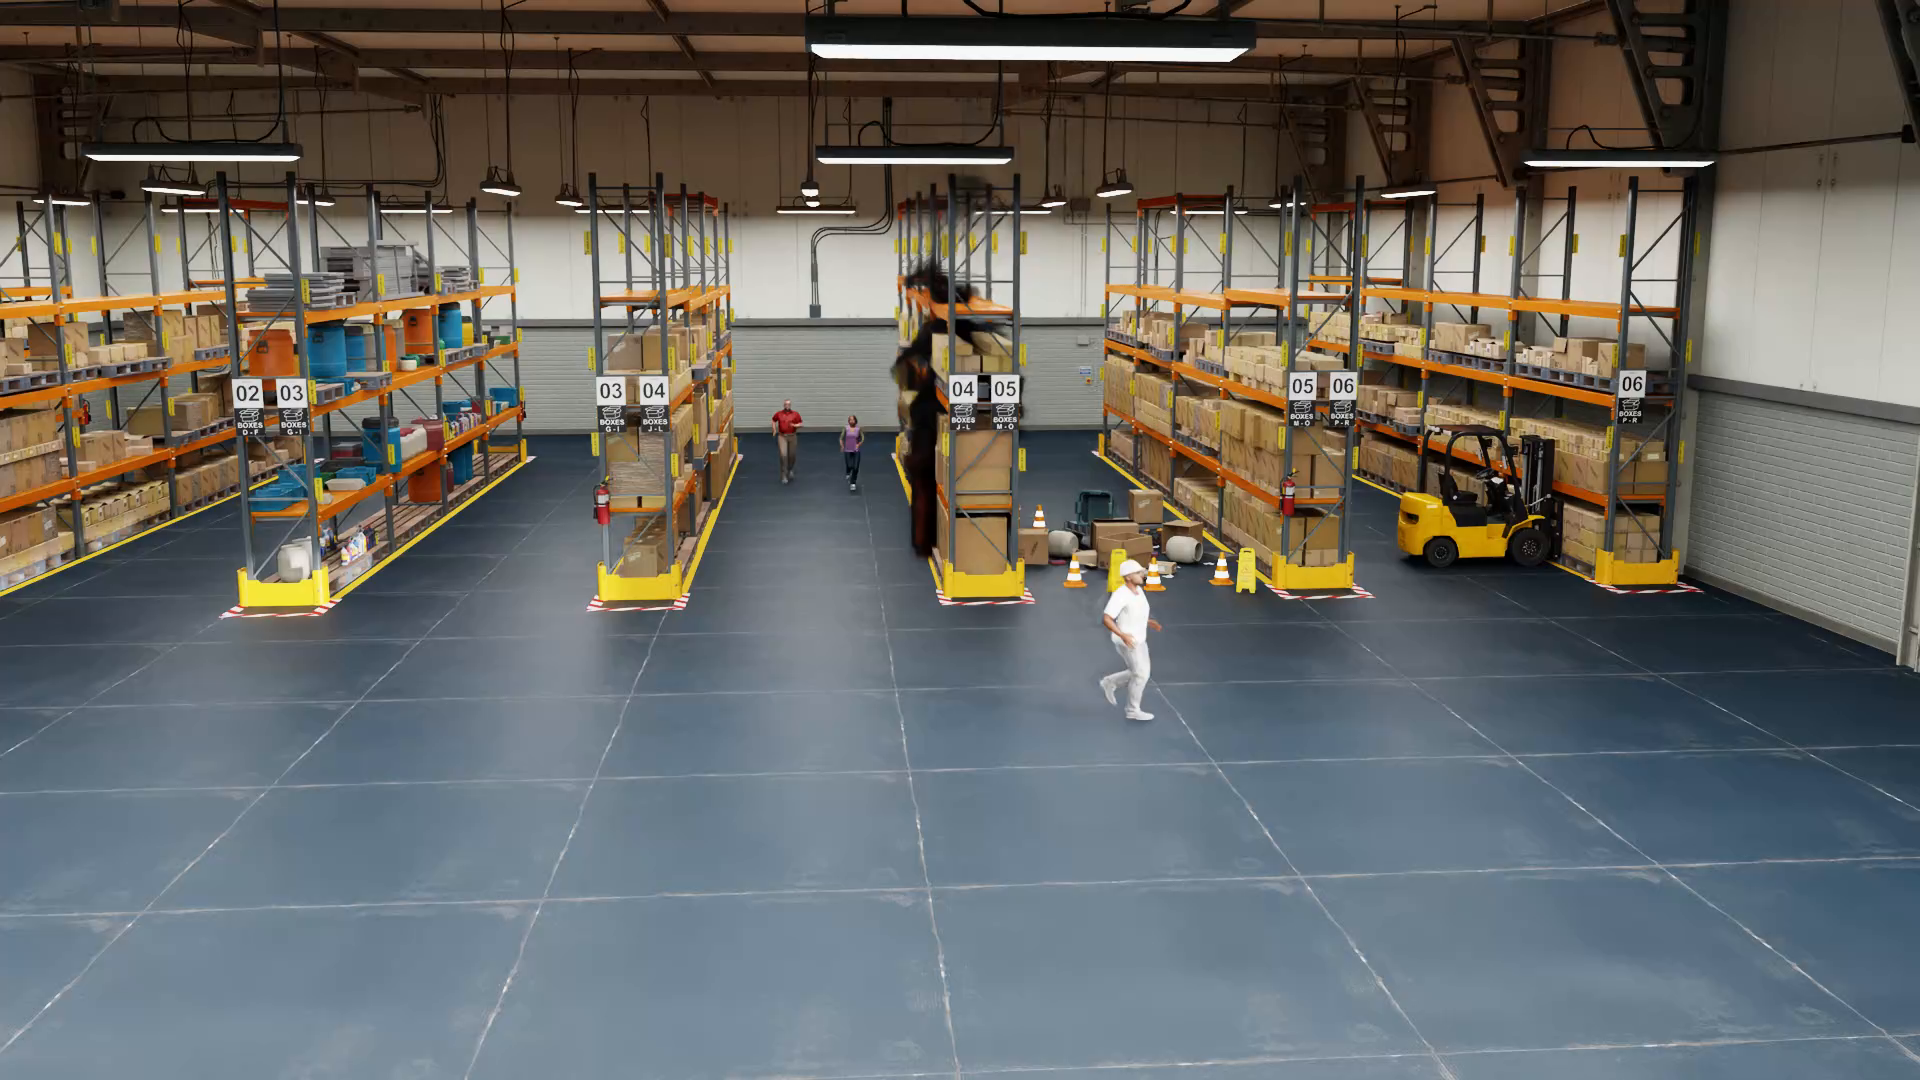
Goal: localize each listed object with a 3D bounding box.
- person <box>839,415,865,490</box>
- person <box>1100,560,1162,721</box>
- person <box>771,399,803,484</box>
[{"bbox_3d":[-2.239,-1.824,34.603,0.542,1.558,0.539,-1,10,-6],"label":"person"},{"bbox_3d":[1.772,1.061,17.727,0.671,1.727,0.696,6,11,29],"label":"person"},{"bbox_3d":[-3.709,-2.135,35.804,0.642,1.783,0.836,-2,10,-12],"label":"person"}]
